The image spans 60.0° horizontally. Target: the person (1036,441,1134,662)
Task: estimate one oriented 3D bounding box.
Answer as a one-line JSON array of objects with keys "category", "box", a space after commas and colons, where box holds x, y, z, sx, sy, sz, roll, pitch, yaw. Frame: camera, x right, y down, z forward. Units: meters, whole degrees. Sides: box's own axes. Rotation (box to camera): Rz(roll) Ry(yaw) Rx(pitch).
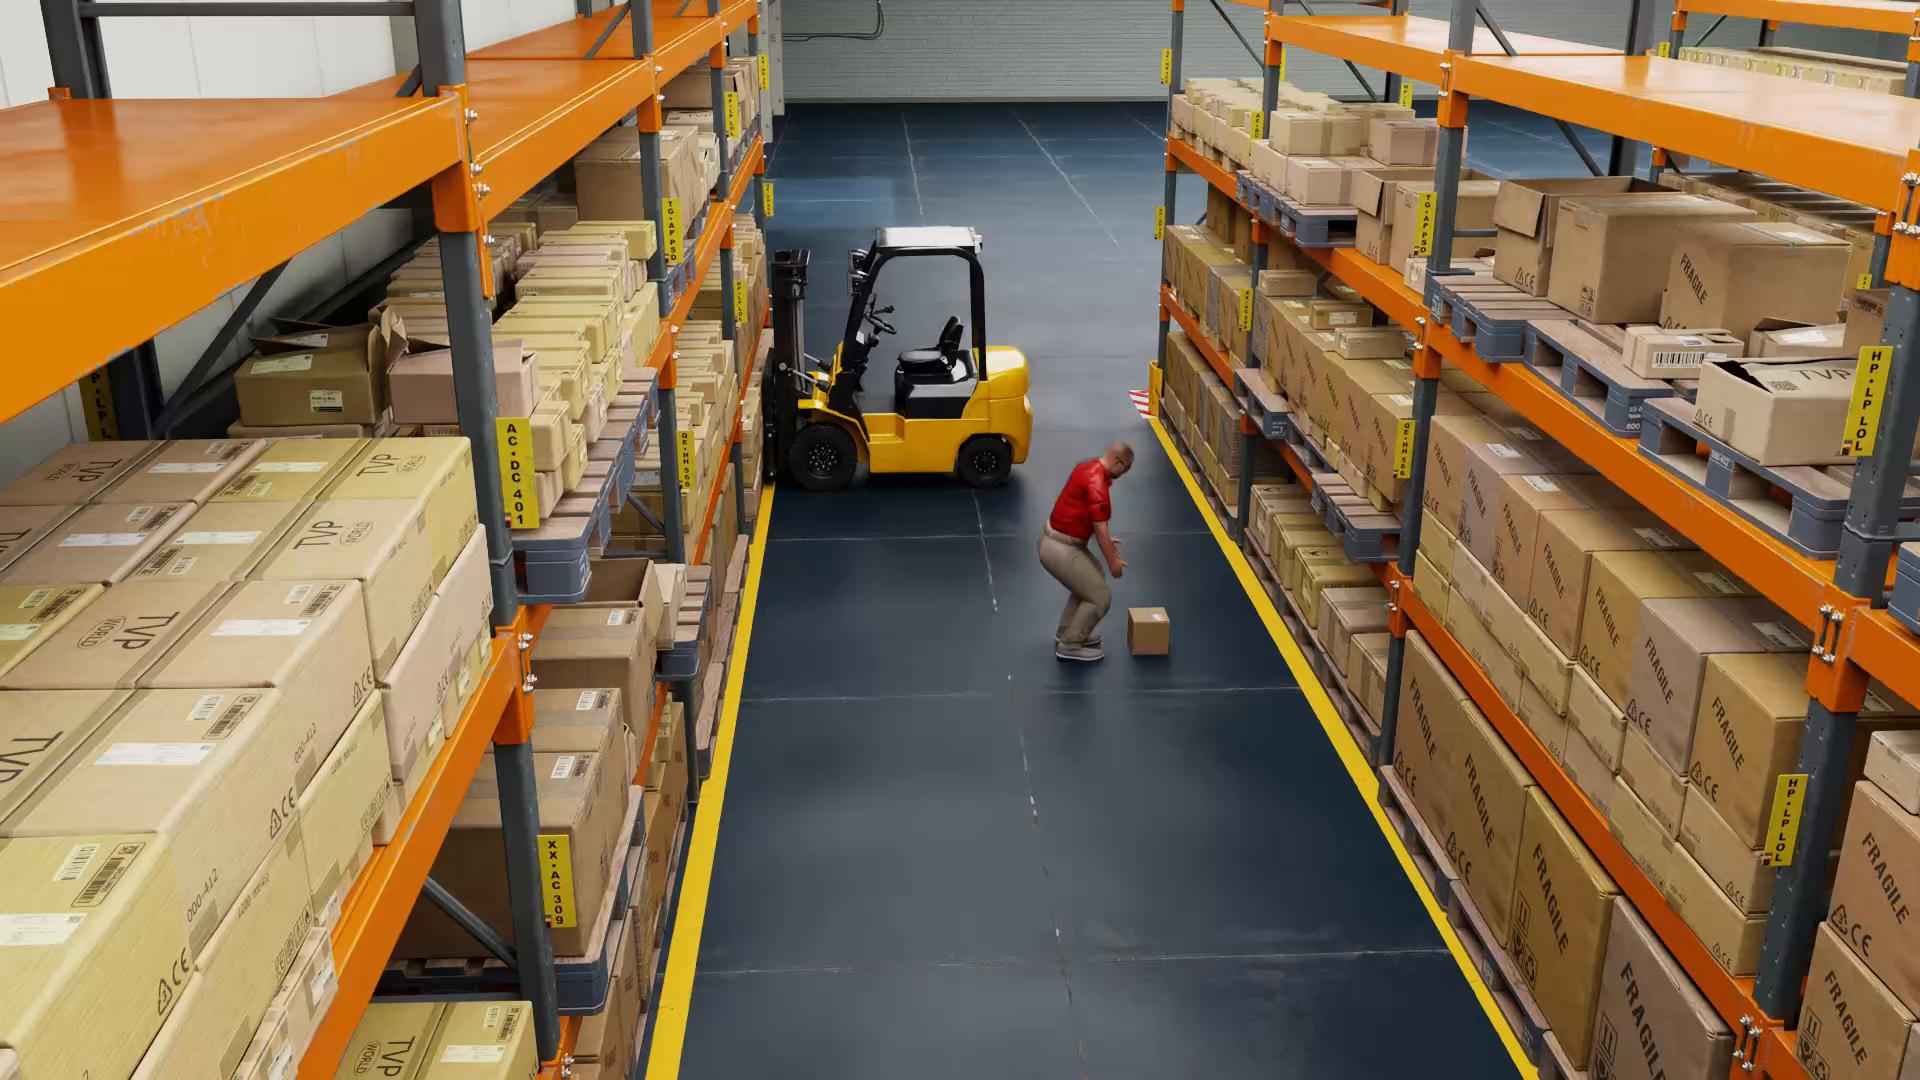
[{"category": "person", "box": [0.842, 0.053, 11.312, 0.644, 1.494, 0.587, -1, 20, -3]}]
